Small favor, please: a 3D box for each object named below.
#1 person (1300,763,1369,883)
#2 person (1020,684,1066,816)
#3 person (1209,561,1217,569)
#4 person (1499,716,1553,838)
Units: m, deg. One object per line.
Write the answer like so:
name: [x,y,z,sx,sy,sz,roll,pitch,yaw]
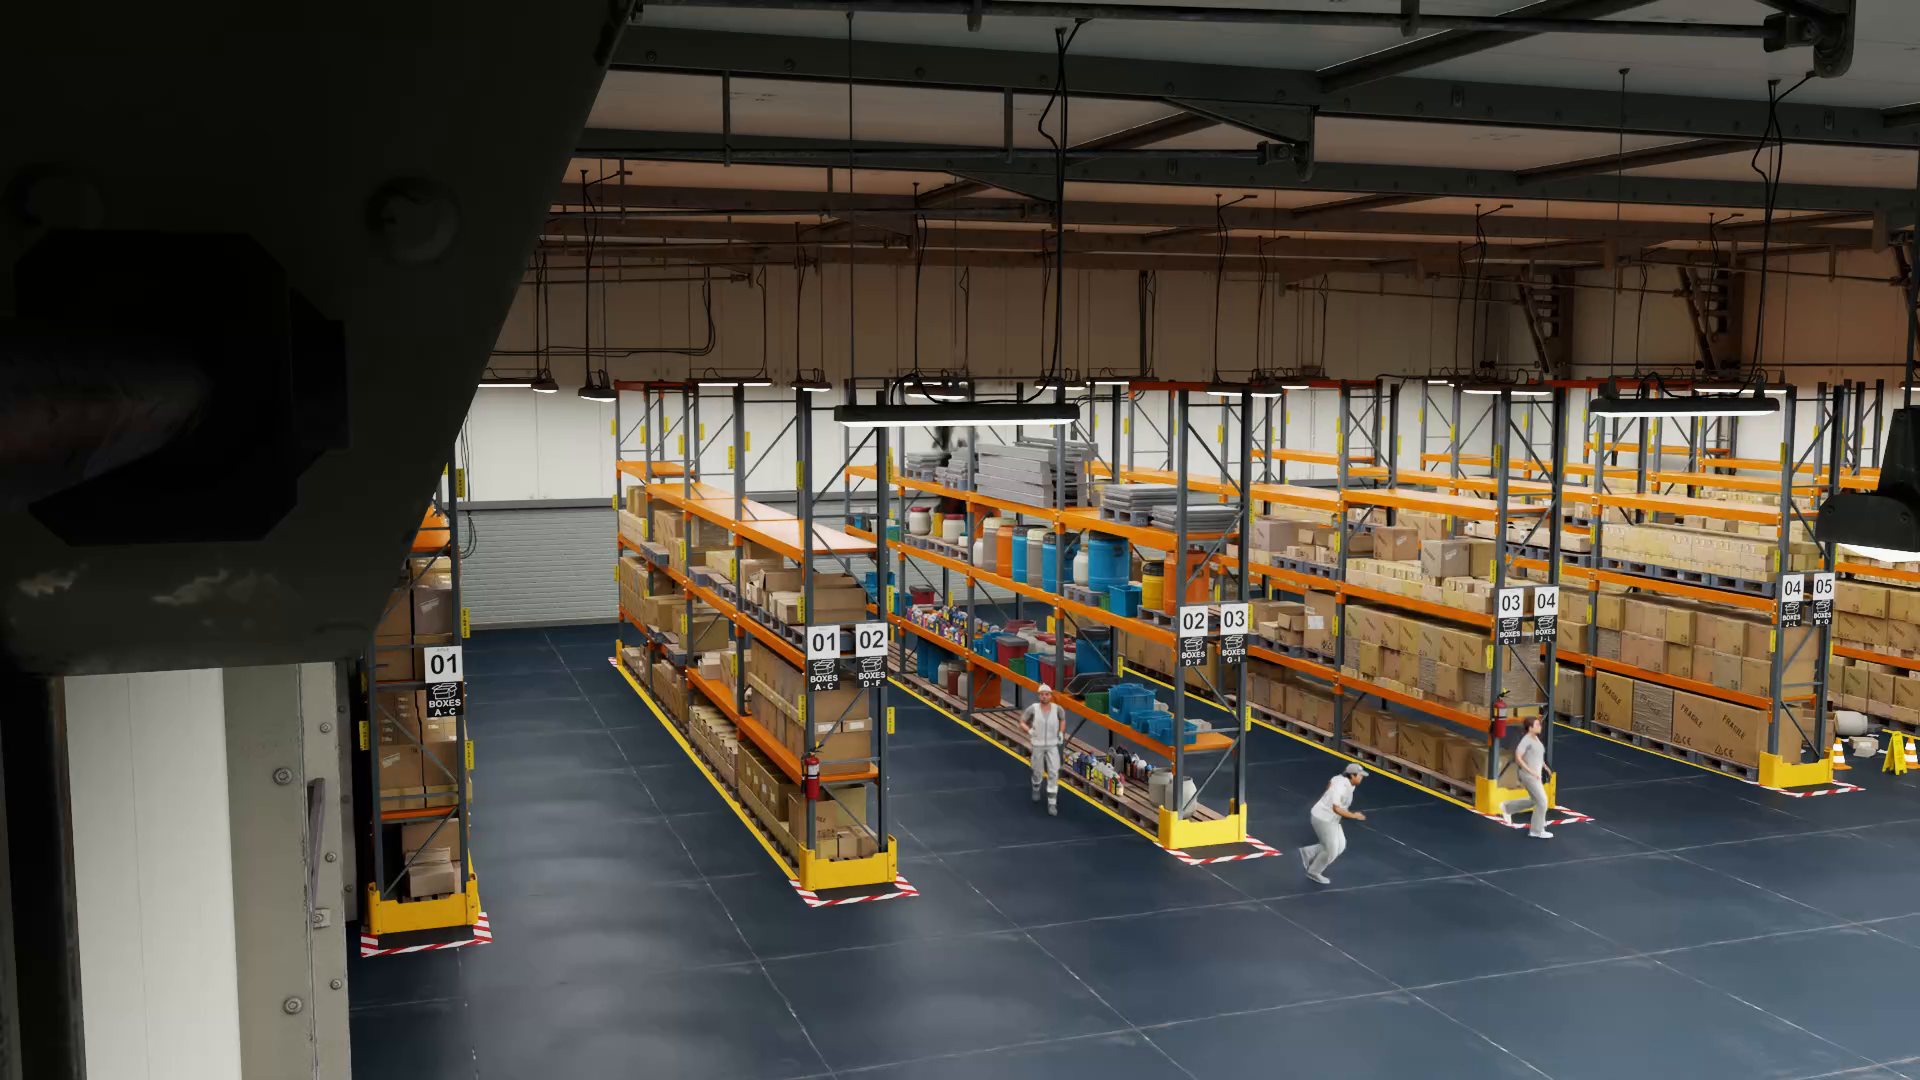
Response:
person: [4.581,3.447,20.371,0.816,1.513,0.616,2,6,20]
person: [1.188,2.939,23.628,0.679,1.791,0.866,0,6,-3]
person: [5.954,1.307,39.756,0.676,1.645,0.836,1,6,8]
person: [7.608,3.158,22.320,0.748,1.631,0.595,4,7,35]
